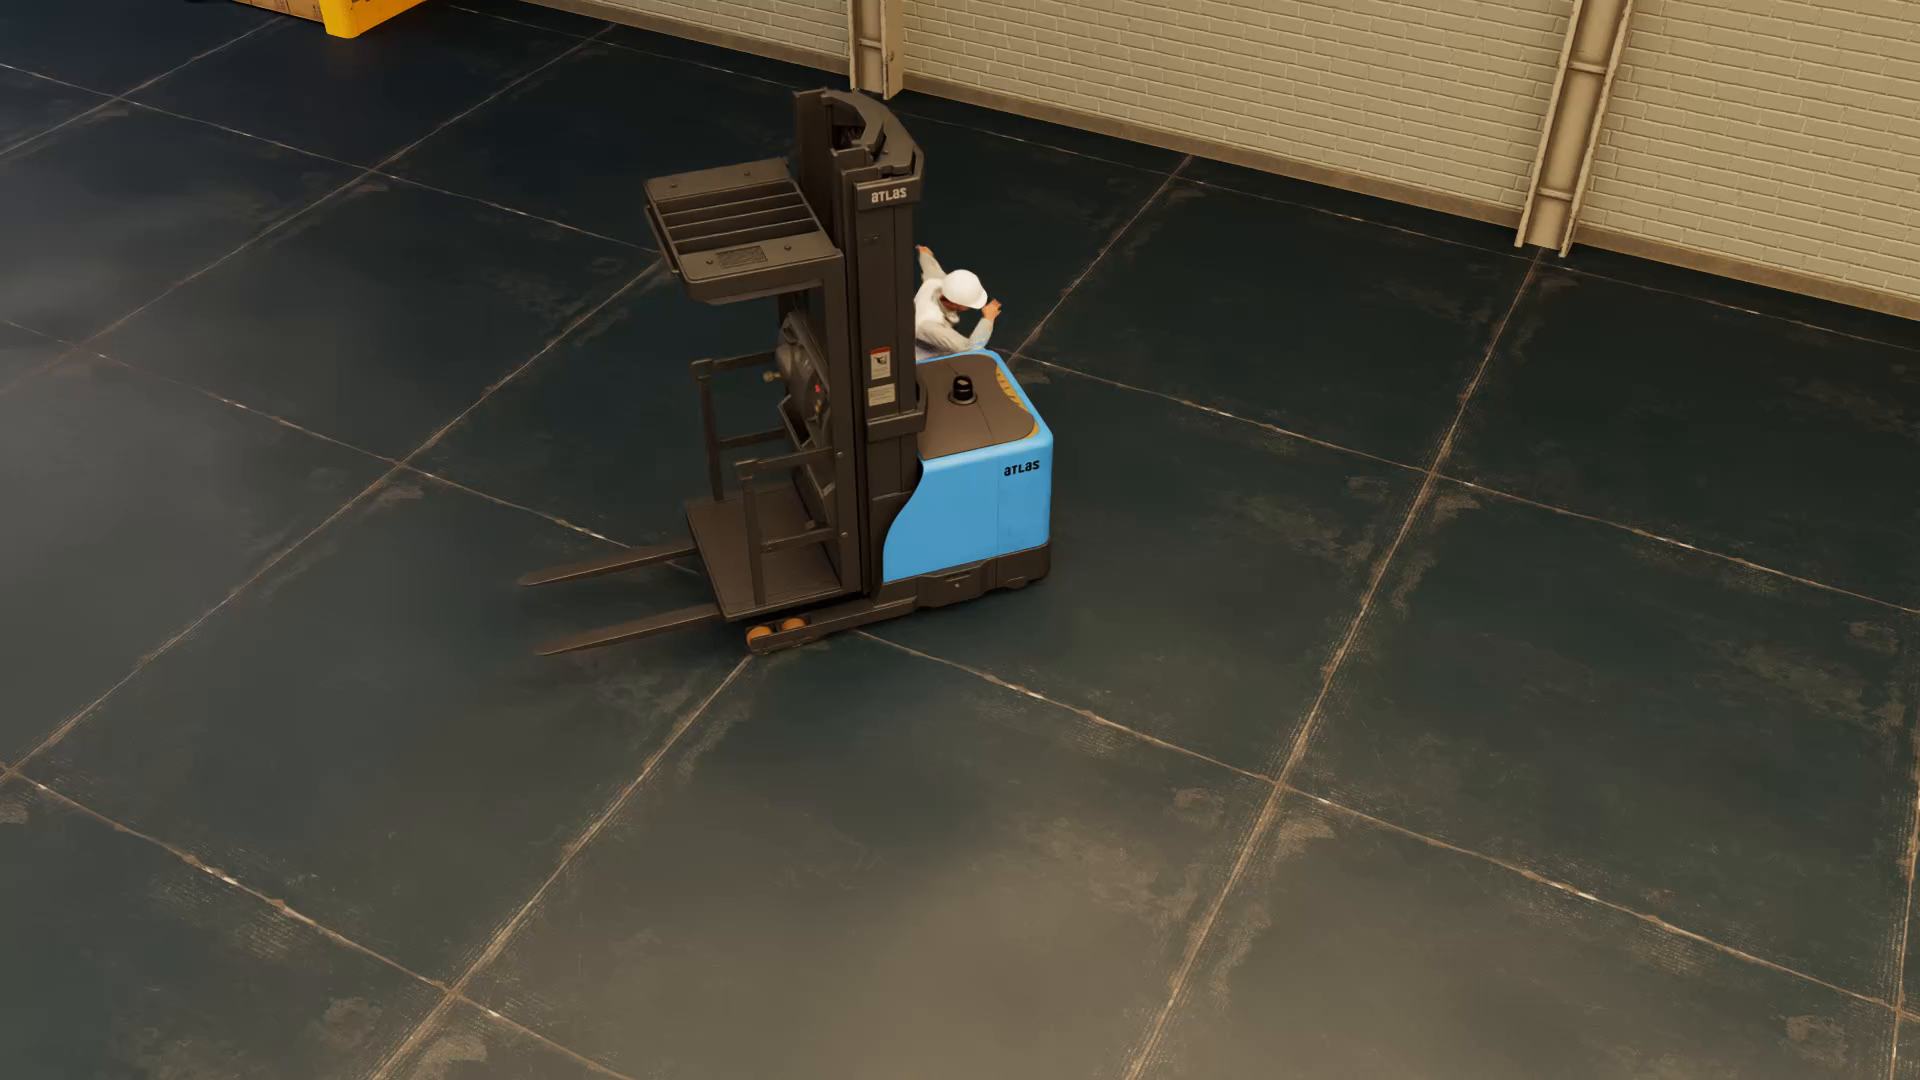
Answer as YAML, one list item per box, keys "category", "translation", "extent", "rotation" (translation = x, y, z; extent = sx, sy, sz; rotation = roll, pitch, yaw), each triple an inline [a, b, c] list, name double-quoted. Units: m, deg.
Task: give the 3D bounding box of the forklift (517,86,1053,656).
- category: "forklift"
  translation: [-1.034, -0.850, 8.996]
  extent: [3.031, 2.935, 1.130]
  rotation: [-13, 42, -15]

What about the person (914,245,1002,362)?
- category: "person"
  translation: [-0.006, -1.187, 10.585]
  extent: [0.839, 1.456, 1.278]
  rotation: [8, 41, 9]
